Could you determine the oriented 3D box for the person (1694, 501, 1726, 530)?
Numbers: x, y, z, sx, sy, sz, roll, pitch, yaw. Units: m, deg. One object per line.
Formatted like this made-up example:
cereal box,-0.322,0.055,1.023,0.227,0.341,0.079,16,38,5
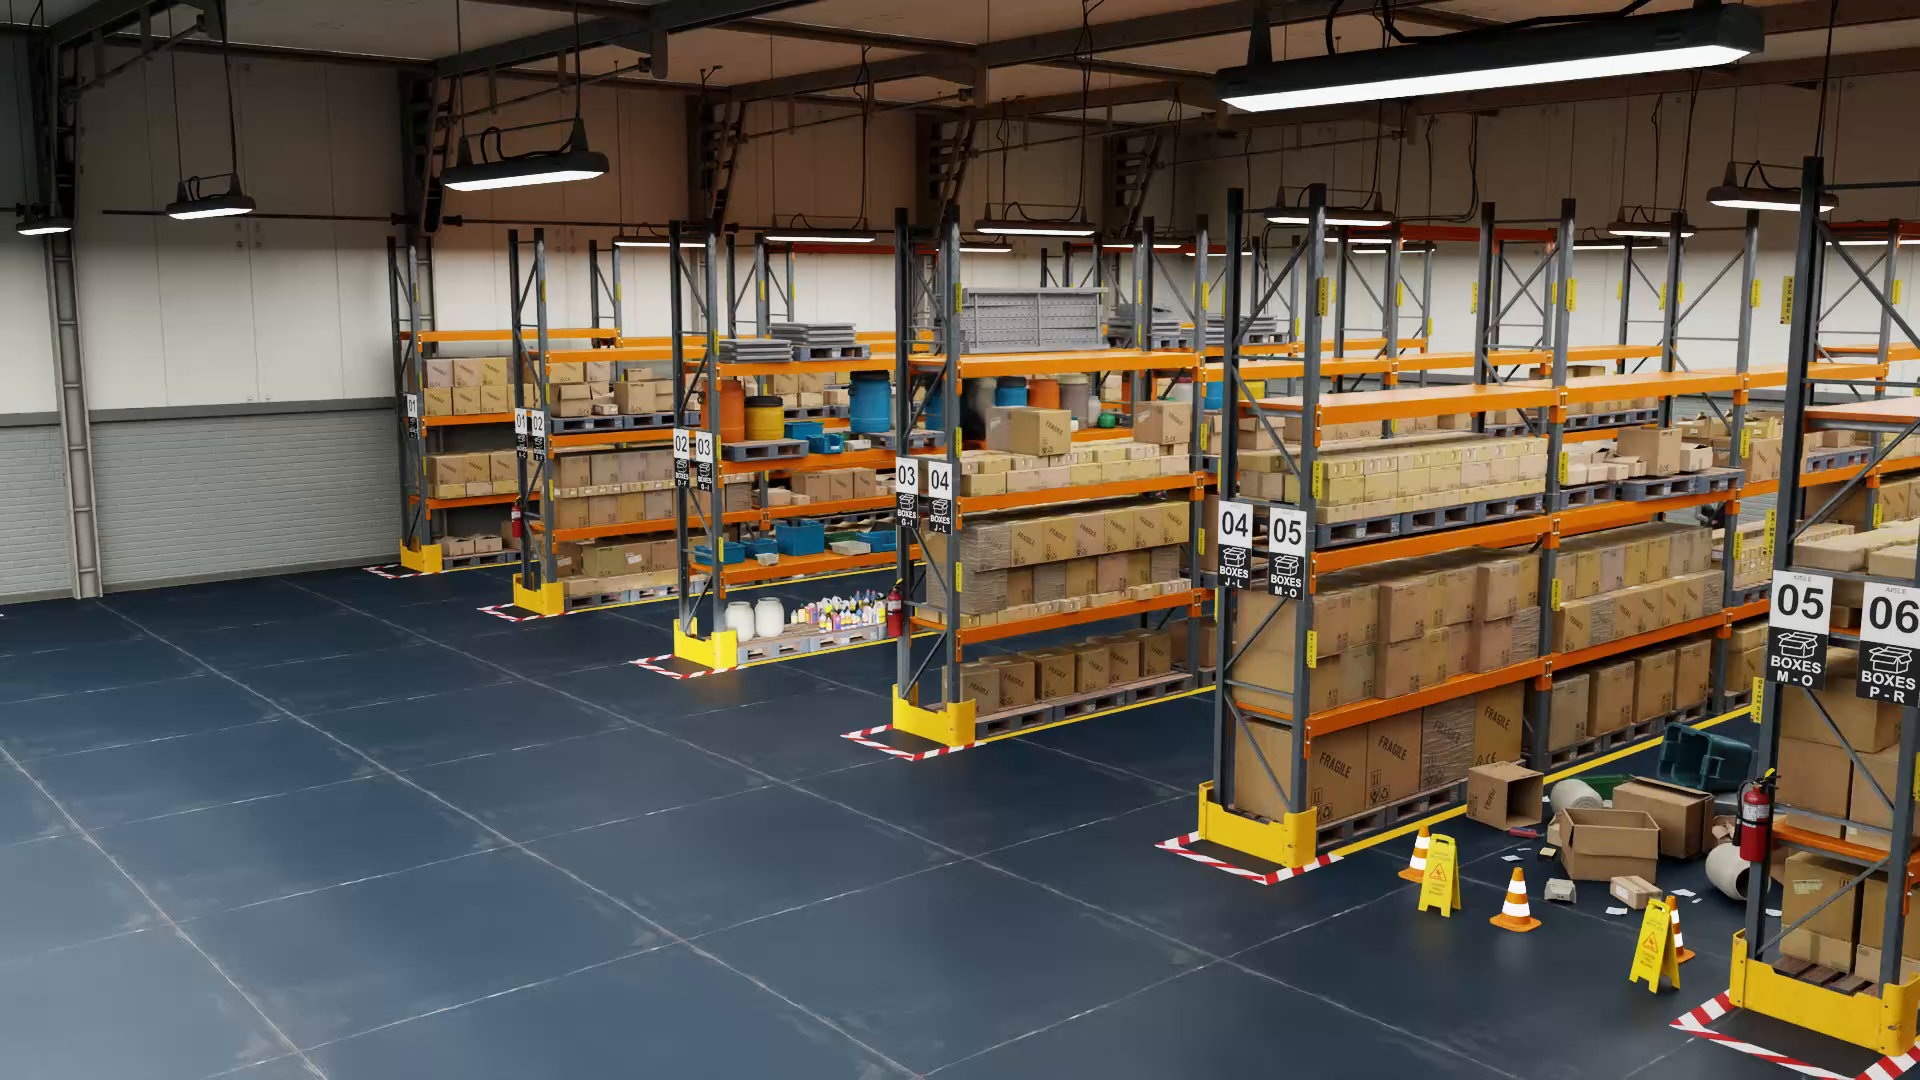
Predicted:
person,13.185,-0.142,29.115,0.637,1.702,0.711,3,9,21
